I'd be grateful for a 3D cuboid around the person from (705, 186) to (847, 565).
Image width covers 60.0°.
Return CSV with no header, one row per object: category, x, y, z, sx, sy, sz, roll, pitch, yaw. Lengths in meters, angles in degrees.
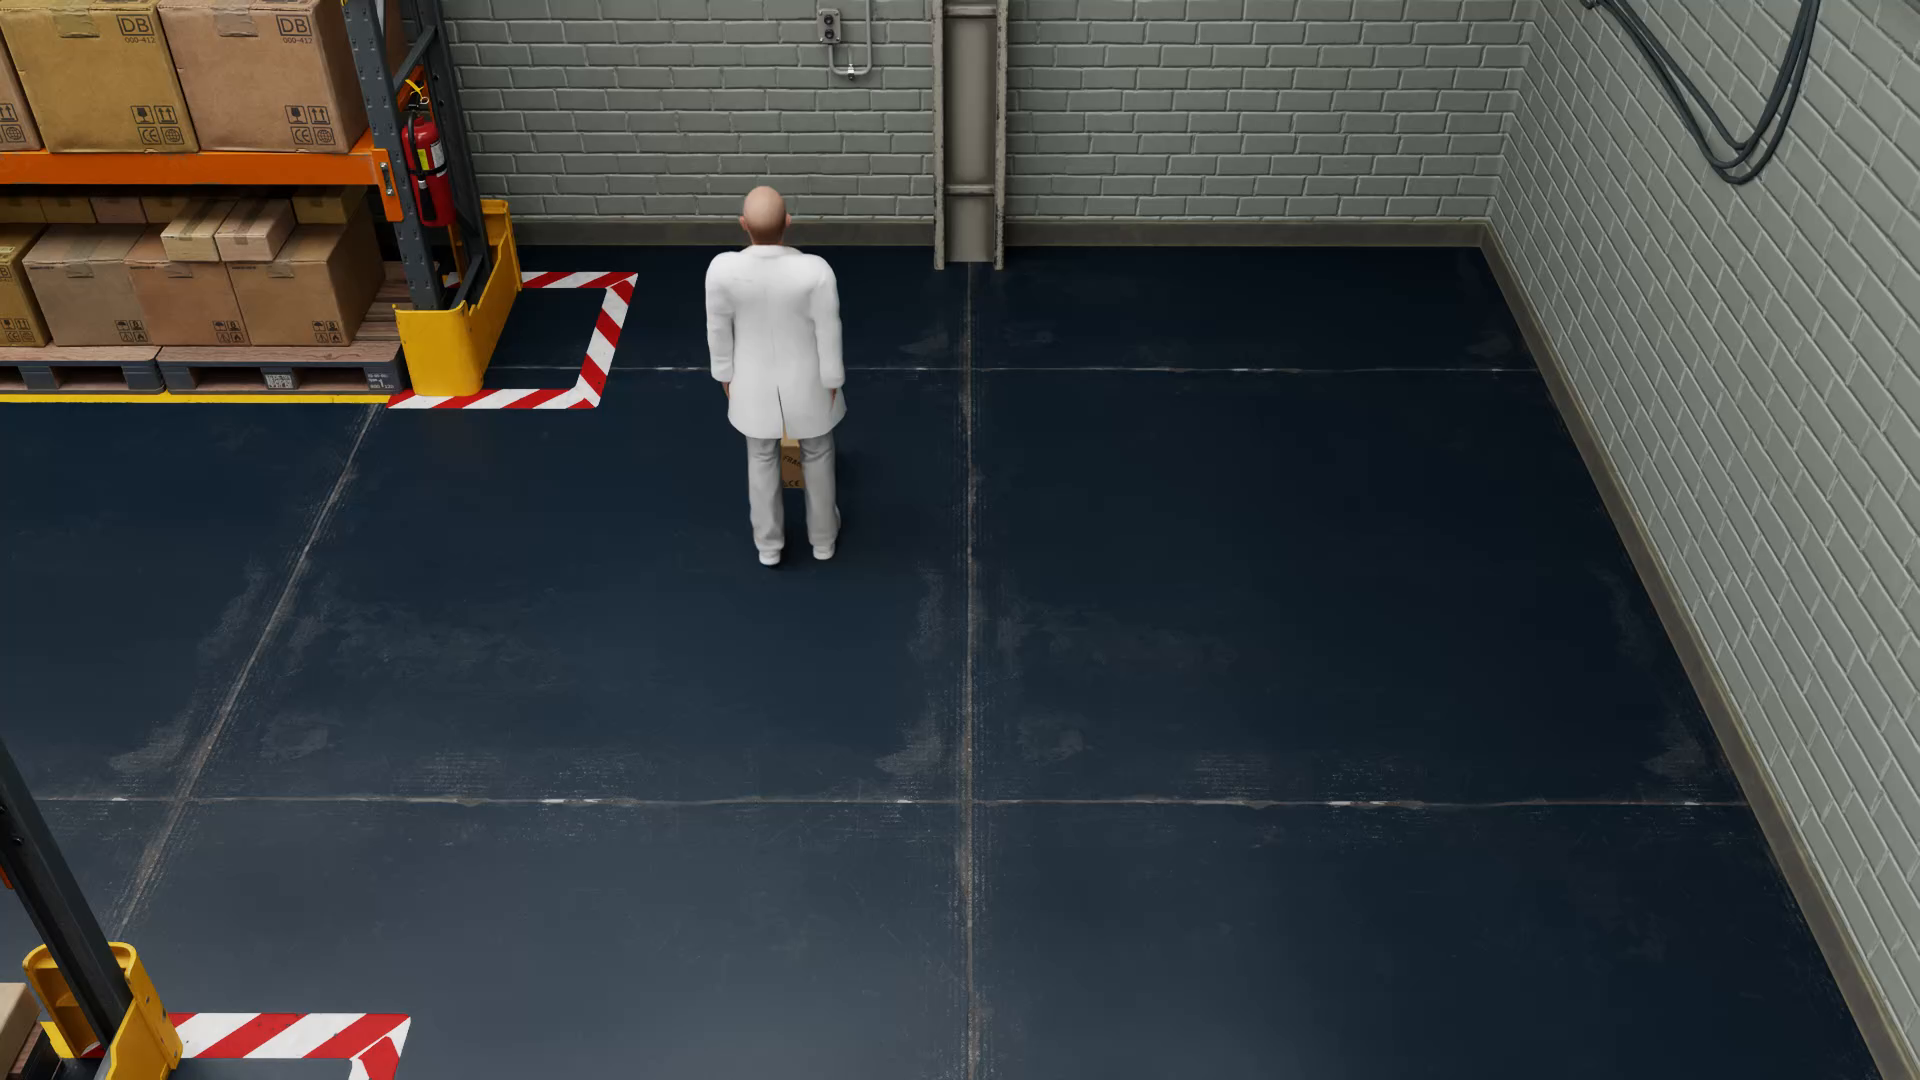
person,-0.764,-0.695,7.025,0.564,1.777,0.422,1,39,1
